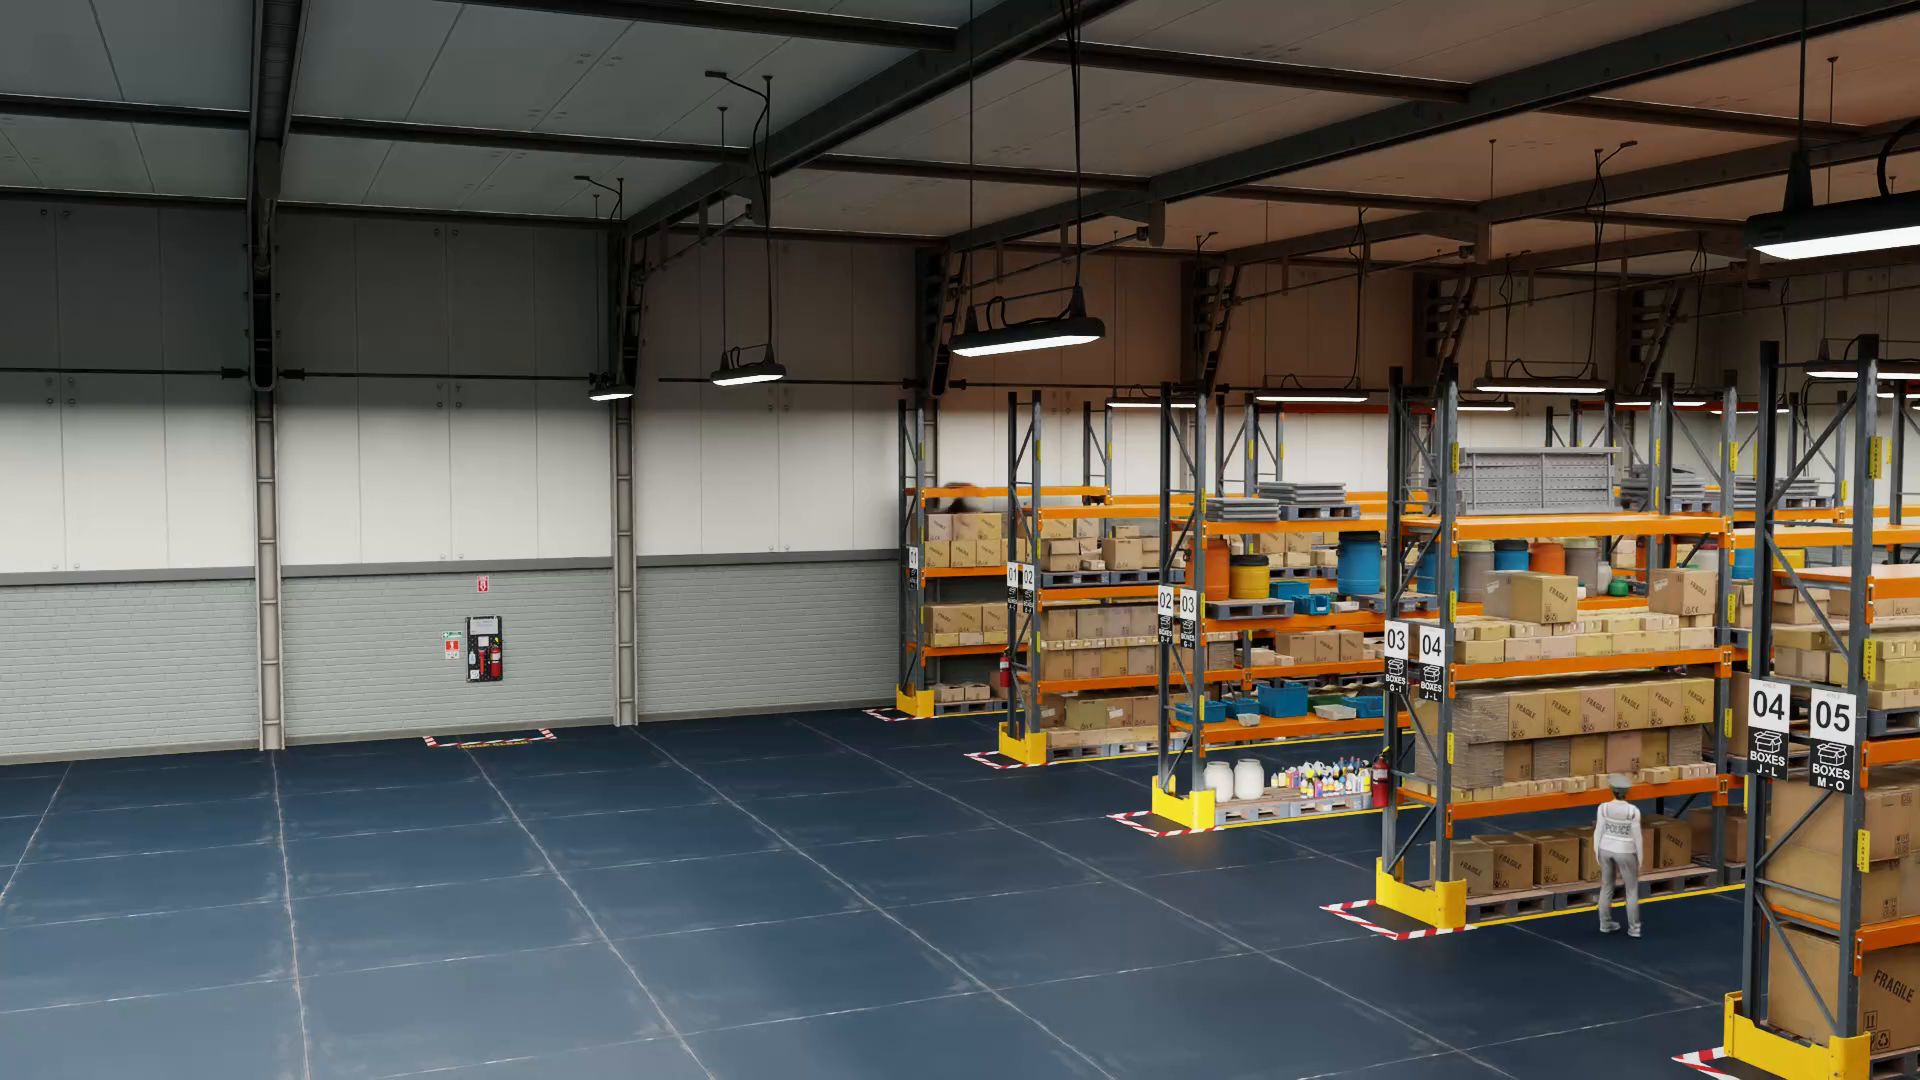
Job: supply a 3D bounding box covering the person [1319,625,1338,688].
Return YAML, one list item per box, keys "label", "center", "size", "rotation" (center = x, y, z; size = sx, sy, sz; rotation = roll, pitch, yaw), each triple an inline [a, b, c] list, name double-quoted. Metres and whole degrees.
- label: "person"
  center: [7.201, 2.393, 32.411]
  size: [0.606, 1.721, 0.384]
  rotation: [-1, 4, -22]

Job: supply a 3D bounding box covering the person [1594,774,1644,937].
- label: "person"
  center: [6.921, 3.305, 17.448]
  size: [0.416, 1.697, 0.497]
  rotation: [-3, 4, -41]
